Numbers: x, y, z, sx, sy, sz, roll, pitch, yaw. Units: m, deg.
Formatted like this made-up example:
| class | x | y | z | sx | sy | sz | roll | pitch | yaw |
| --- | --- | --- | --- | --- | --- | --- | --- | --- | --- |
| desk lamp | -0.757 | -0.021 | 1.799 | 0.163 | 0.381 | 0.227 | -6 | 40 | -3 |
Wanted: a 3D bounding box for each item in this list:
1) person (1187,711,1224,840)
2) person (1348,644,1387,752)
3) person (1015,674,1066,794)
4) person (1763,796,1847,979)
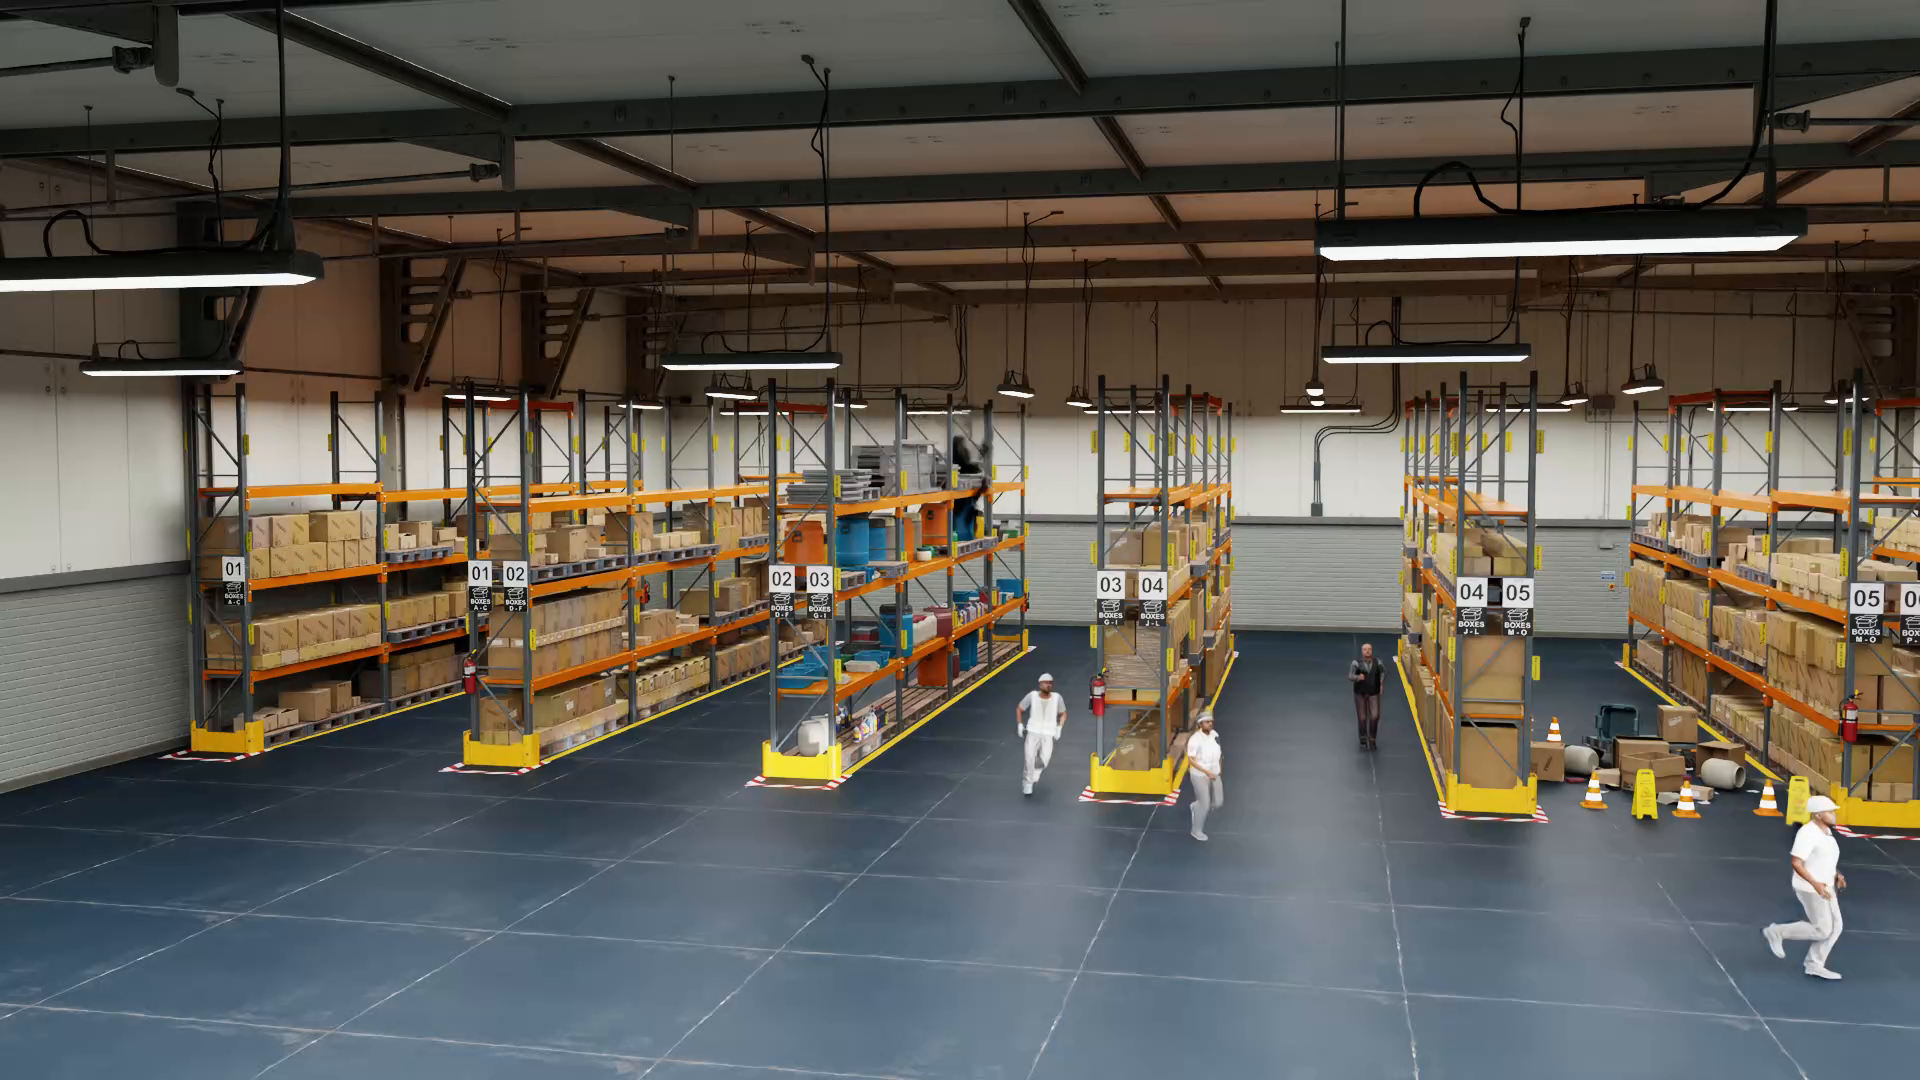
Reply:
| class | x | y | z | sx | sy | sz | roll | pitch | yaw |
| --- | --- | --- | --- | --- | --- | --- | --- | --- | --- |
| person | 3.128 | 2.981 | 21.099 | 0.591 | 1.649 | 0.610 | -2 | 4 | -31 |
| person | 6.694 | 2.586 | 27.310 | 0.637 | 1.763 | 0.711 | 1 | 3 | 11 |
| person | 1.167 | 2.783 | 23.986 | 0.734 | 1.717 | 0.568 | 0 | 3 | 0 |
| person | 7.990 | 3.249 | 15.709 | 0.652 | 1.716 | 0.687 | 3 | 5 | 44 |
